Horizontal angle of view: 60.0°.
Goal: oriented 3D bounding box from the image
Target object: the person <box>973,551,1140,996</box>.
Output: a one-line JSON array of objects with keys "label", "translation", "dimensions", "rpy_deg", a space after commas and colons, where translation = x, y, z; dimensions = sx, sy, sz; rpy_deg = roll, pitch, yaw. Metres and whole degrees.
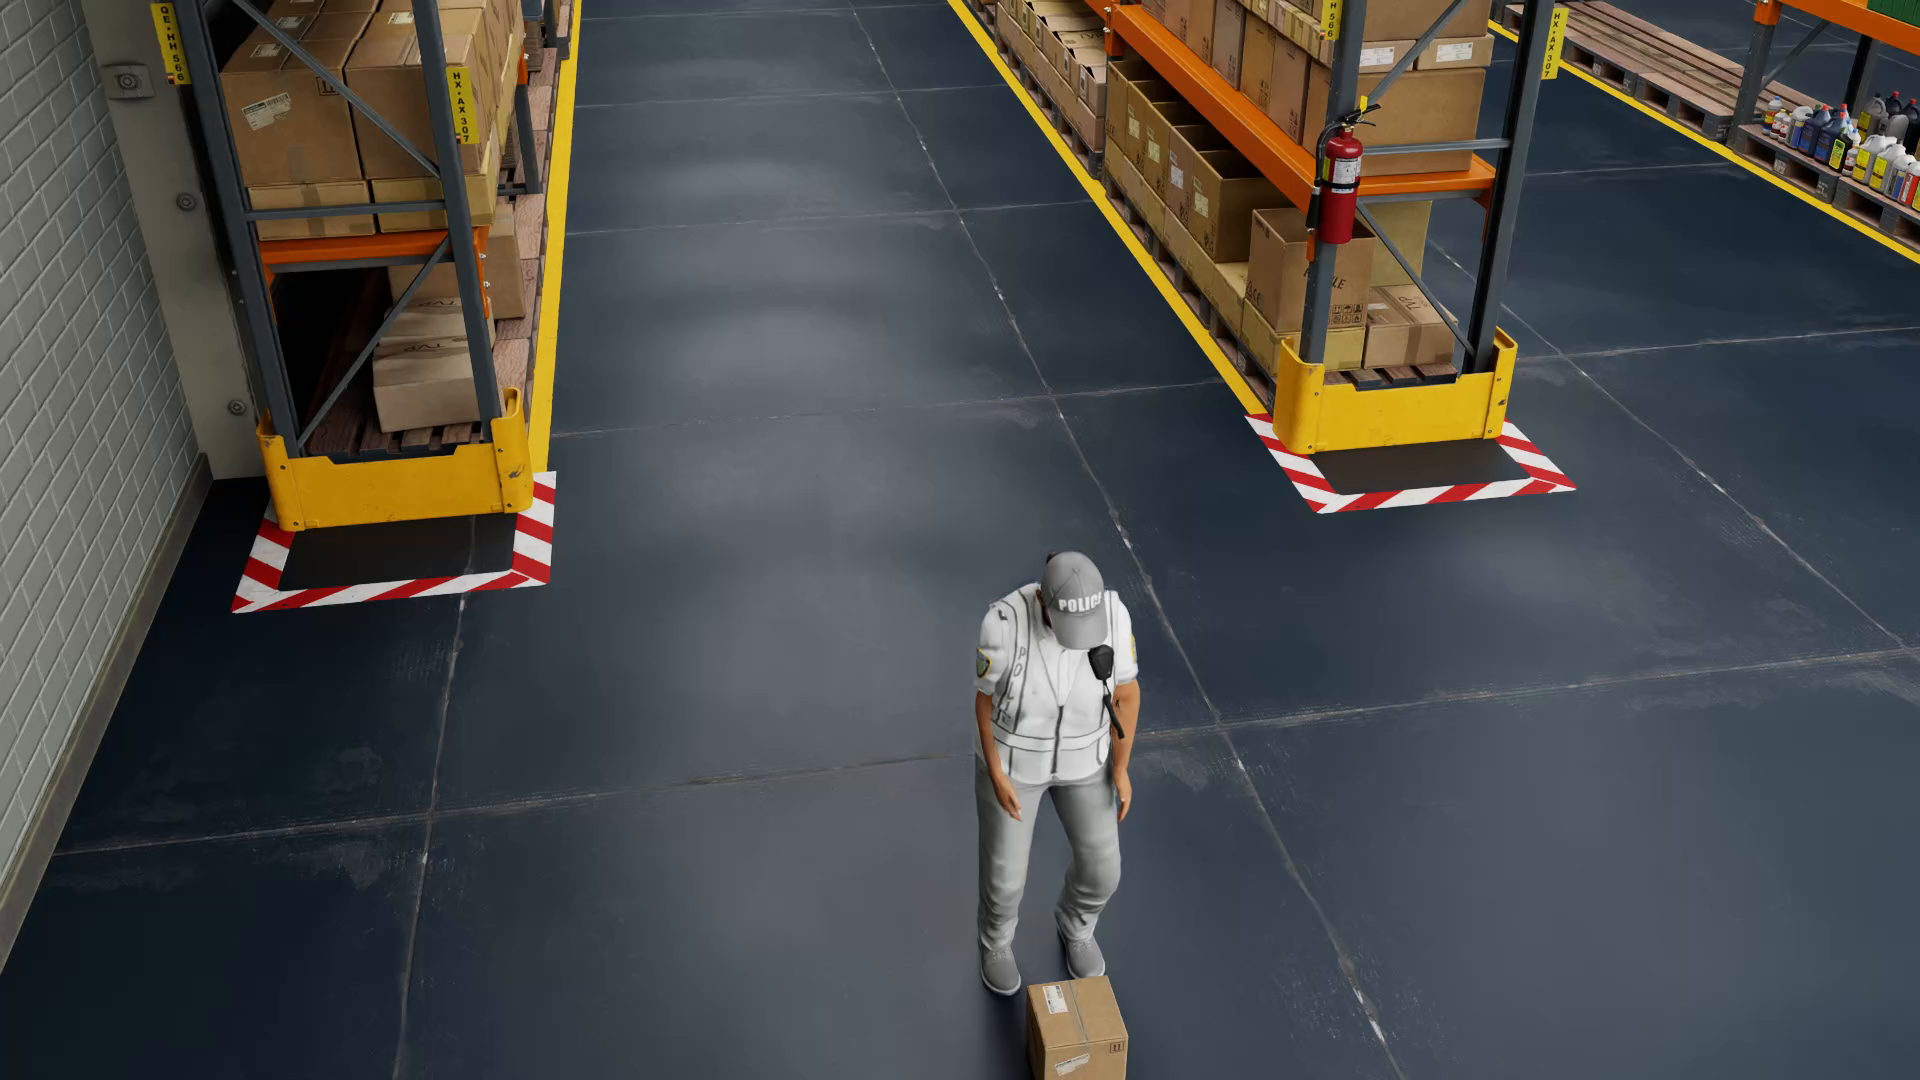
[{"label": "person", "translation": [0.290, 0.687, 5.047], "dimensions": [0.500, 1.610, 0.496], "rpy_deg": [-5, 31, -8]}]
